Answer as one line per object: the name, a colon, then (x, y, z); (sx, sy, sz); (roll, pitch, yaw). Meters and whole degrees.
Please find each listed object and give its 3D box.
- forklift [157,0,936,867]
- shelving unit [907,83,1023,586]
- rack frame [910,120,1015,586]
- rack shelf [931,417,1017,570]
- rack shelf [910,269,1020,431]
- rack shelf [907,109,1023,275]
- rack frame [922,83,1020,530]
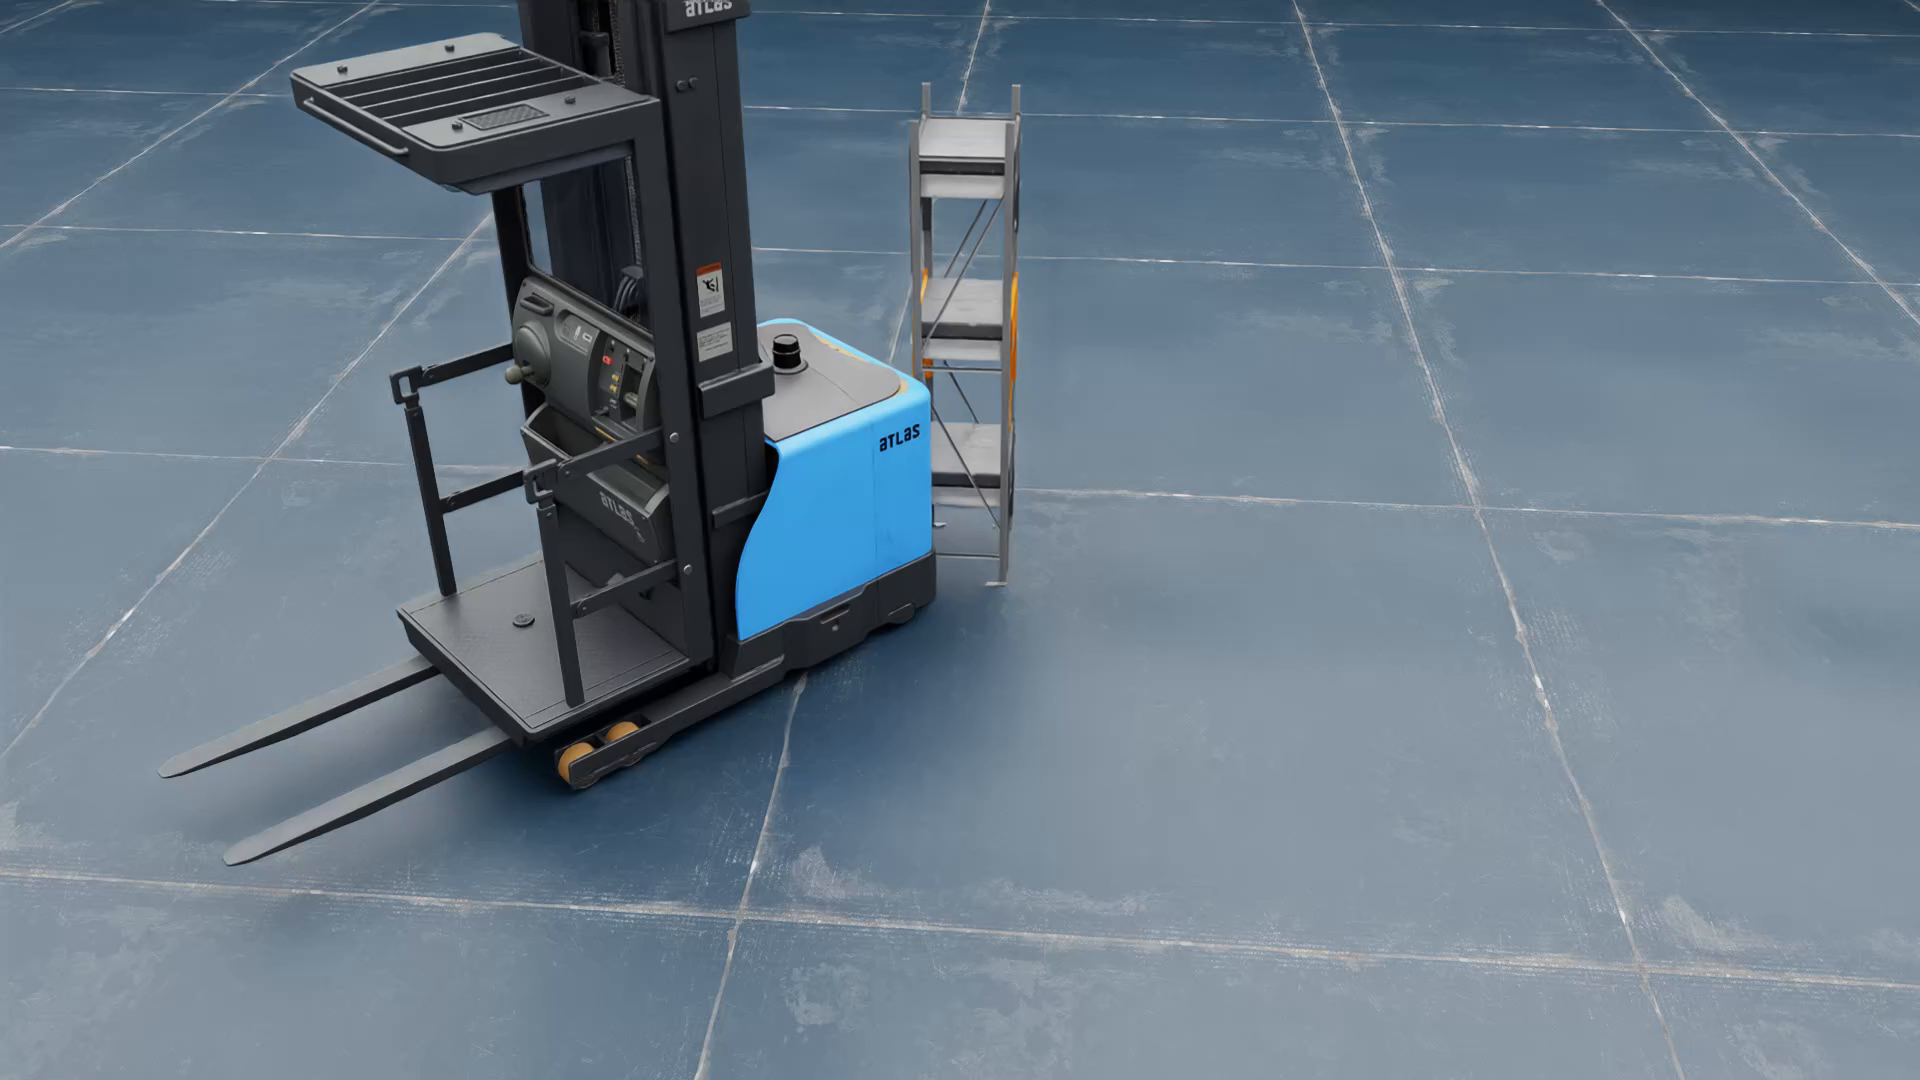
forklift: (-1.539, -0.628, 5.975); (3.031, 2.935, 1.130); (-25, 40, -35)
shelving unit: (0.027, -0.827, 7.091); (0.431, 2.100, 0.503); (2, 32, 4)
rack frame: (0.008, -0.700, 6.884); (0.400, 2.100, 0.015); (2, 32, 4)
rack shelf: (0.027, -0.220, 7.465); (0.431, 0.518, 0.480); (2, 32, 4)
rack shelf: (0.027, -0.816, 7.098); (0.431, 0.518, 0.480); (2, 32, 4)
rack shelf: (0.027, -1.412, 6.731); (0.431, 0.518, 0.480); (2, 32, 4)
rack frame: (0.045, -0.955, 7.298); (0.400, 2.100, 0.015); (2, 32, 4)
